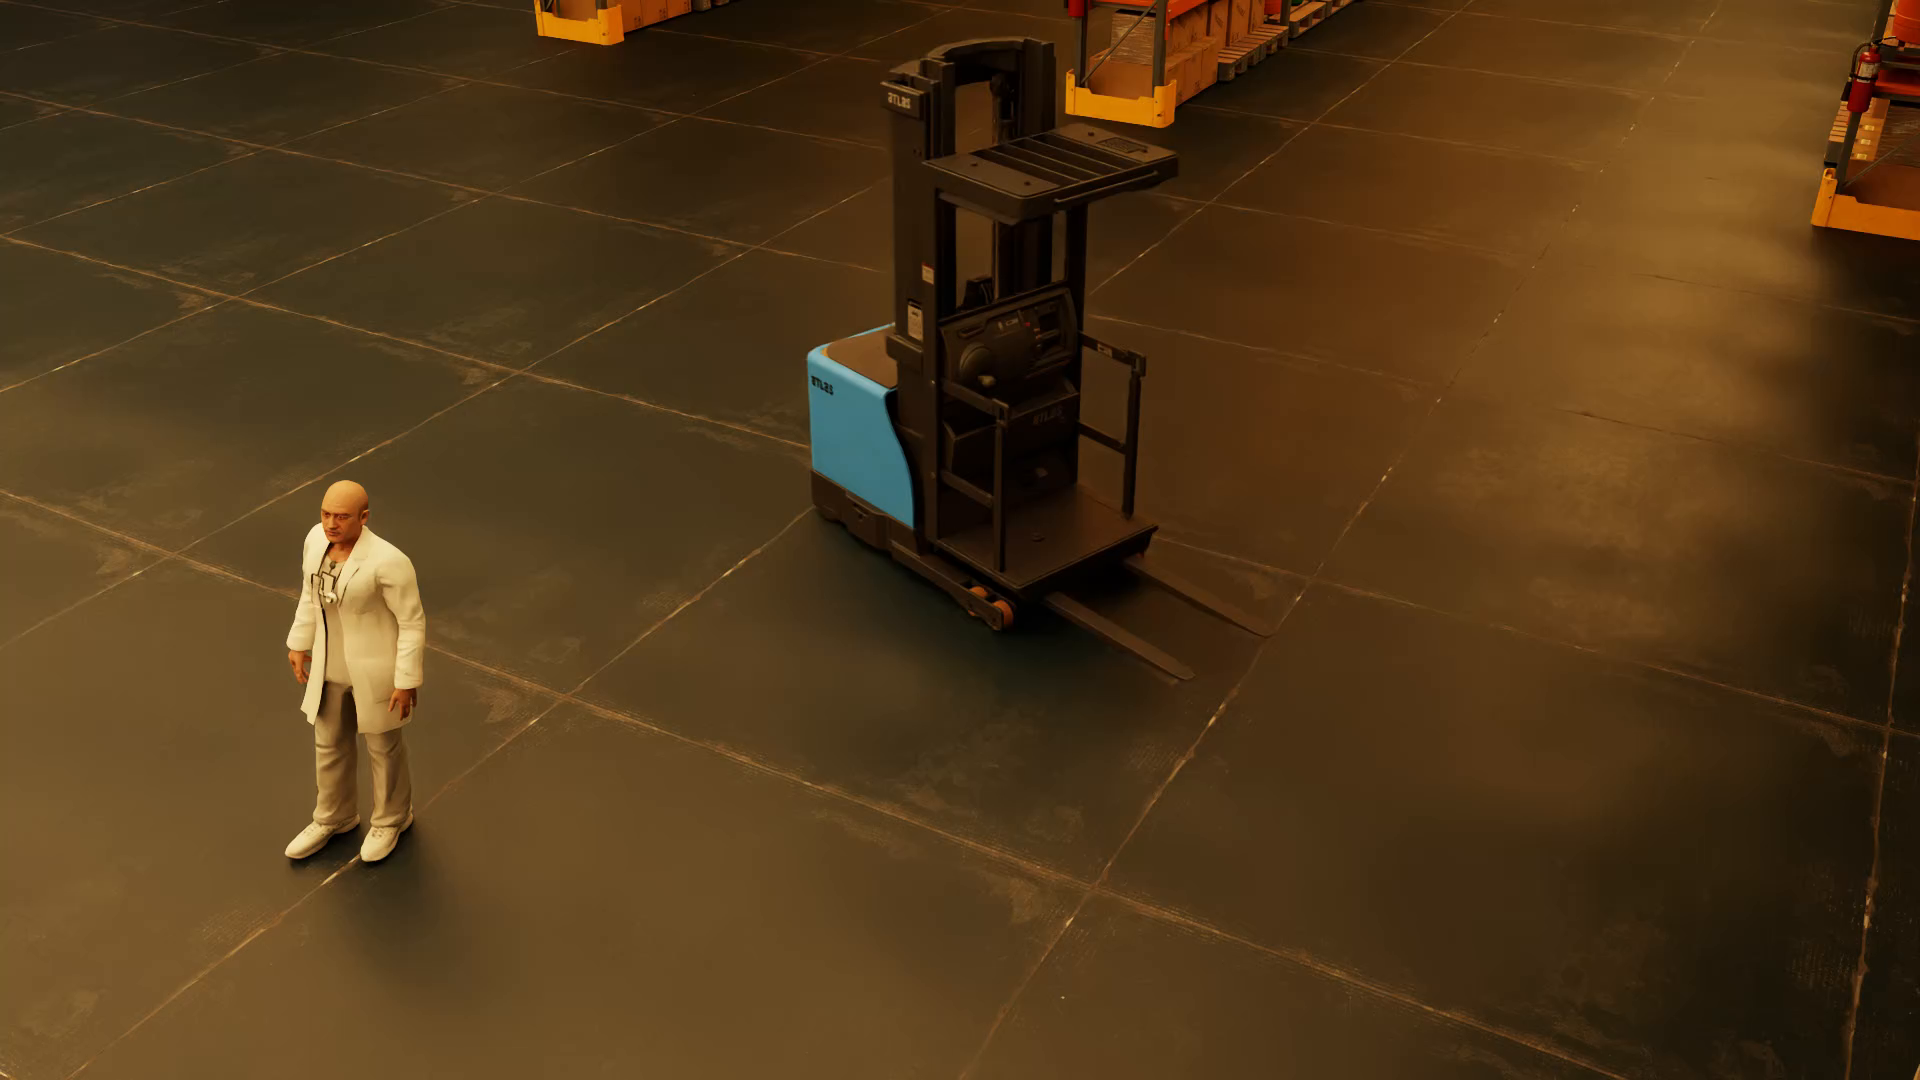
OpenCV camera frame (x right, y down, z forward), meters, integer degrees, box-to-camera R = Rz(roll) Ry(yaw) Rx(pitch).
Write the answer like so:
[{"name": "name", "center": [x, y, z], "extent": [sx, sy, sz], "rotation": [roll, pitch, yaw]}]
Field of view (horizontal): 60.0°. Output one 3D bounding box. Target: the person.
[{"name": "person", "center": [-2.647, 0.602, 7.169], "extent": [0.695, 1.775, 0.582], "rotation": [12, 32, 20]}]

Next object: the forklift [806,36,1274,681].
[{"name": "forklift", "center": [0.415, -1.056, 8.900], "extent": [1.130, 2.935, 3.031], "rotation": [-23, 37, -34]}]
